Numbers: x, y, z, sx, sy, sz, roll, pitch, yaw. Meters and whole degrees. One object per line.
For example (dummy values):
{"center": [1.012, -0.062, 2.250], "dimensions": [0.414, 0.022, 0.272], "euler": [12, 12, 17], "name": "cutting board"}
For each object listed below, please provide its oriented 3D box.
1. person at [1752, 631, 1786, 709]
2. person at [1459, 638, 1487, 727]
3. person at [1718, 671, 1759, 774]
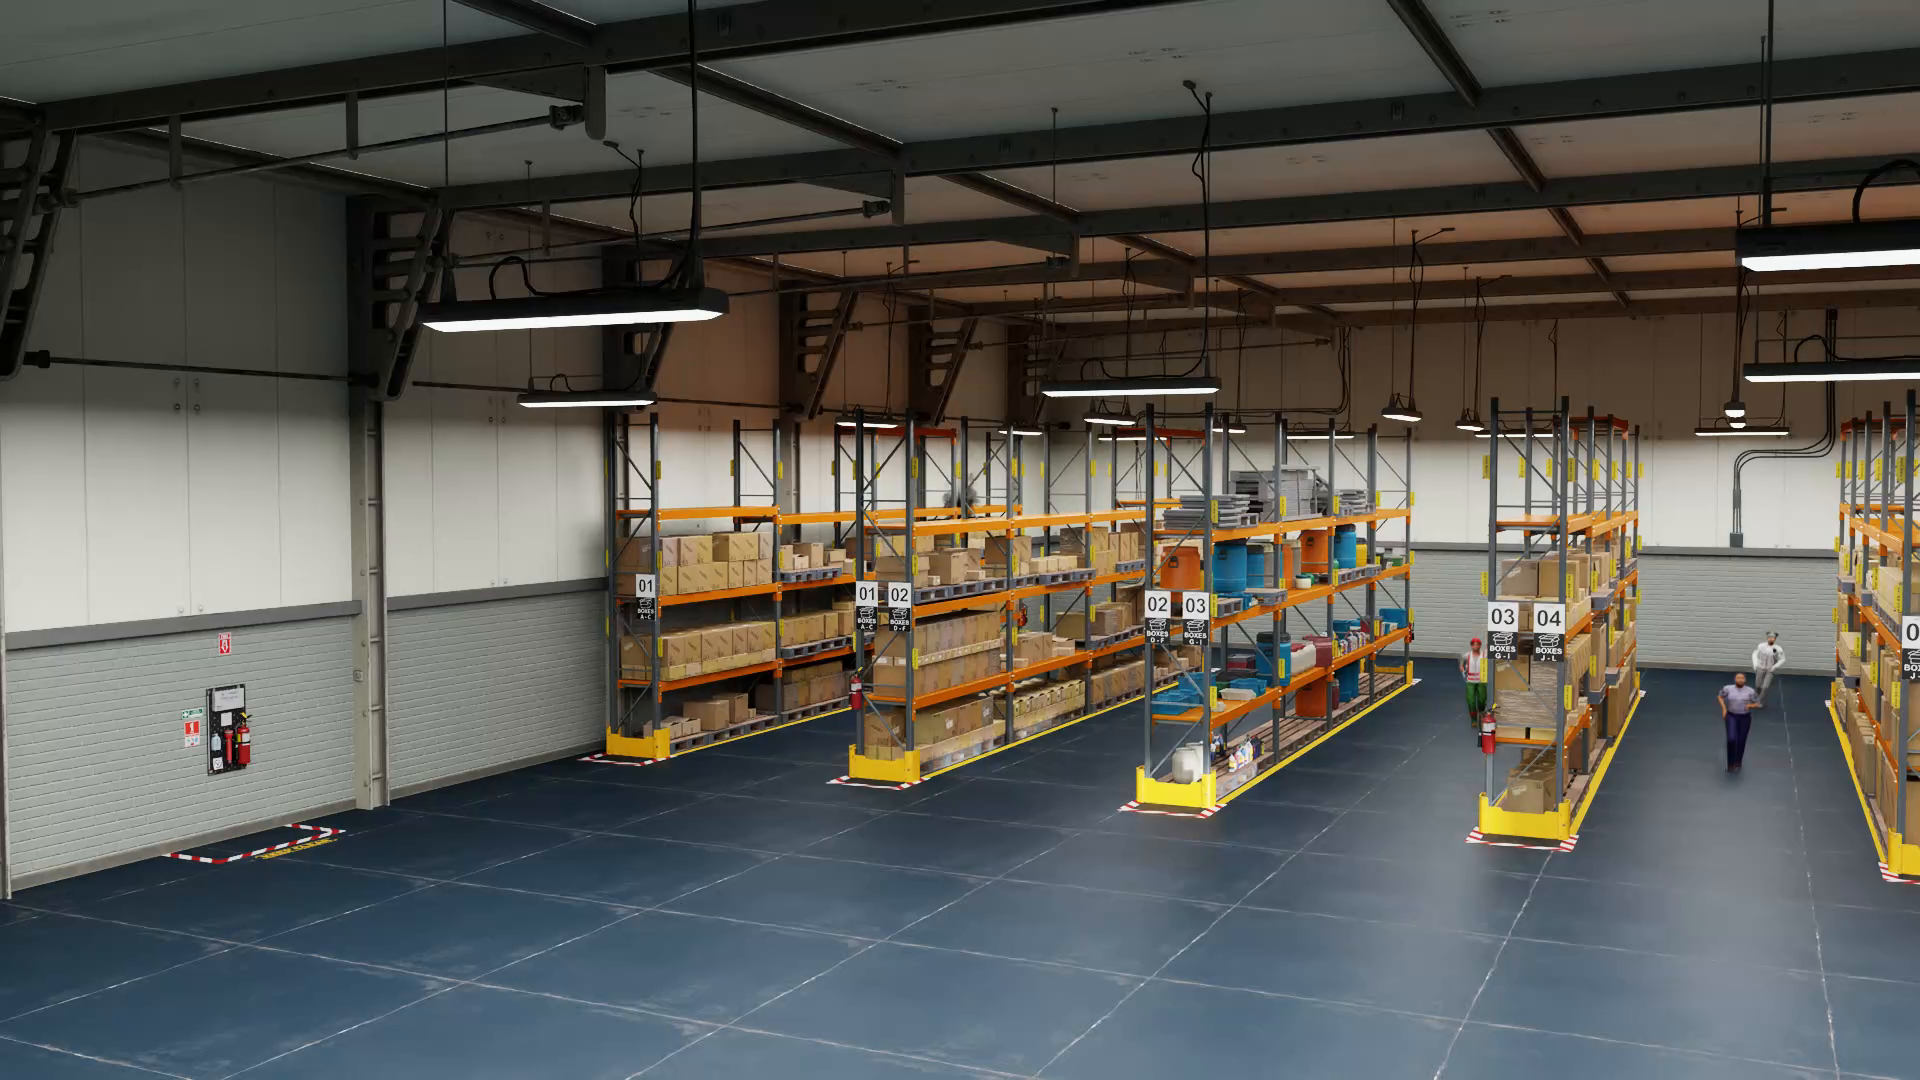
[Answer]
{"center": [16.995, 2.722, 34.950], "dimensions": [0.648, 1.652, 0.516], "euler": [2, 3, 32], "name": "person"}
{"center": [10.001, 2.768, 32.236], "dimensions": [0.648, 1.740, 0.596], "euler": [1, 3, 21], "name": "person"}
{"center": [12.926, 3.032, 27.613], "dimensions": [0.584, 1.710, 0.752], "euler": [1, 3, 17], "name": "person"}
